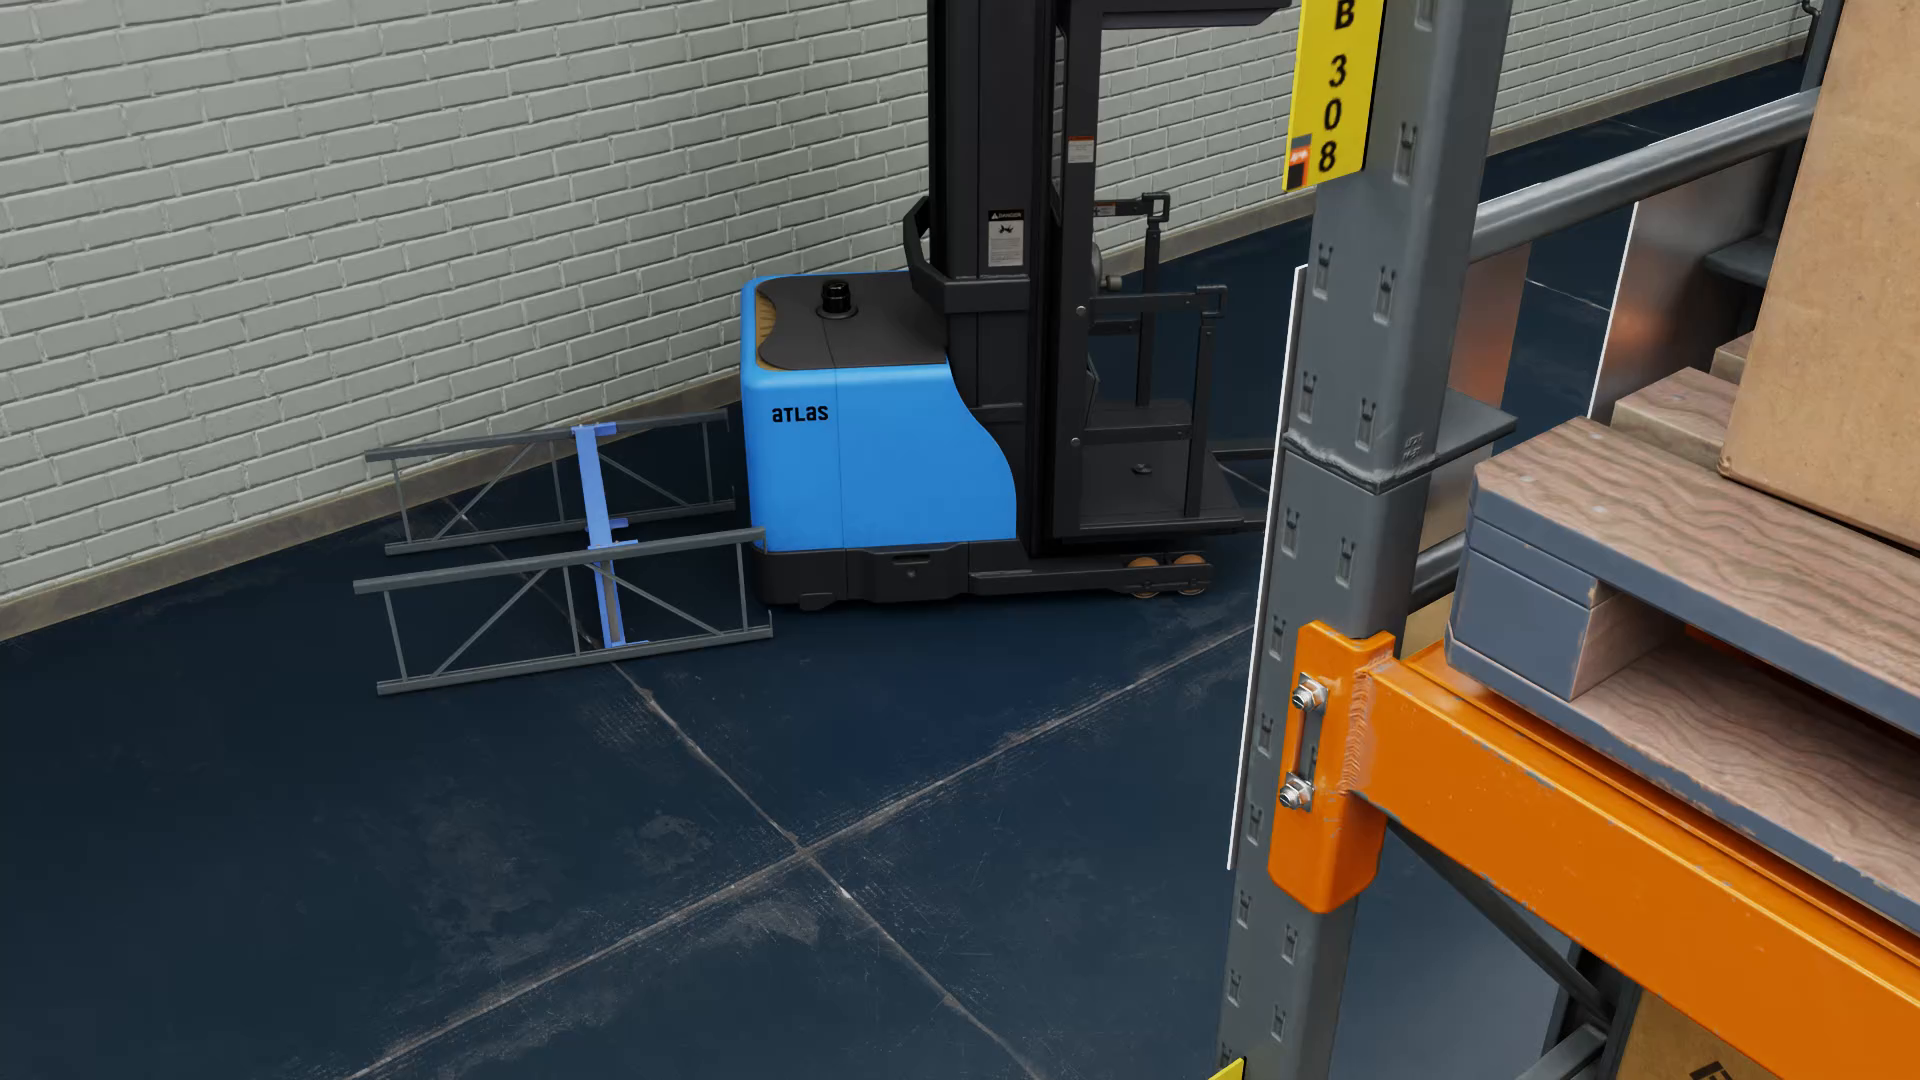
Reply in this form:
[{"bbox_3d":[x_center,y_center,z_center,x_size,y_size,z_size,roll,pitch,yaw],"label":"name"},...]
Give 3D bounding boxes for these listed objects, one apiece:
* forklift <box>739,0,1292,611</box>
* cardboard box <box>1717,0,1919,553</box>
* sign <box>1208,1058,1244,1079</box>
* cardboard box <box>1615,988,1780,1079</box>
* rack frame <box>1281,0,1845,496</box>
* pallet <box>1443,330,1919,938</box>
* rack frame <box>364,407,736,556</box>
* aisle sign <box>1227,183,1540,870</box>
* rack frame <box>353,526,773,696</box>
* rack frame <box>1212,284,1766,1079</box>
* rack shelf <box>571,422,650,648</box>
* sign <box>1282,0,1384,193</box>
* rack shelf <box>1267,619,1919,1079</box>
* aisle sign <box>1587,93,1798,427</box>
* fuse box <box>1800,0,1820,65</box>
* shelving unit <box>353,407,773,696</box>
[{"bbox_3d":[0.619,-1.281,6.534,3.031,2.935,1.130,-3,32,-5],"label":"forklift"},{"bbox_3d":[1.127,-0.295,1.452,0.700,0.500,0.500,-25,40,-34],"label":"cardboard box"},{"bbox_3d":[0.323,0.819,2.193,0.100,0.325,0.005,-22,38,-31],"label":"sign"},{"bbox_3d":[1.272,0.780,2.301,0.500,0.500,0.500,-22,38,-31],"label":"cardboard box"},{"bbox_3d":[0.766,-1.505,1.145,1.000,3.000,0.127,-22,38,-31],"label":"rack frame"},{"bbox_3d":[1.229,0.112,1.467,1.003,0.211,1.213,-22,38,-31],"label":"pallet"},{"bbox_3d":[-1.729,-0.252,7.146,1.500,0.500,0.032,-8,33,-12],"label":"rack frame"},{"bbox_3d":[0.484,0.006,1.934,0.394,0.787,0.004,-22,38,-31],"label":"aisle sign"},{"bbox_3d":[-1.470,0.266,6.311,1.500,0.500,0.032,-8,33,-12],"label":"rack frame"},{"bbox_3d":[0.766,1.043,2.728,1.000,3.000,0.127,-22,38,-31],"label":"rack frame"},{"bbox_3d":[-1.426,-0.017,6.767,0.185,0.538,1.000,-8,33,-12],"label":"rack shelf"},{"bbox_3d":[0.323,-0.459,1.400,0.100,0.325,0.005,-22,38,-31],"label":"sign"},{"bbox_3d":[1.992,0.908,0.784,1.077,0.370,4.000,-22,38,-31],"label":"rack shelf"},{"bbox_3d":[0.958,-0.188,2.246,0.394,0.787,0.004,-22,38,-31],"label":"aisle sign"},{"bbox_3d":[6.866,-4.577,12.998,0.539,1.711,0.414,-22,38,-31],"label":"fuse box"},{"bbox_3d":[-1.600,0.007,6.728,1.500,0.538,1.048,-8,33,-12],"label":"shelving unit"}]
